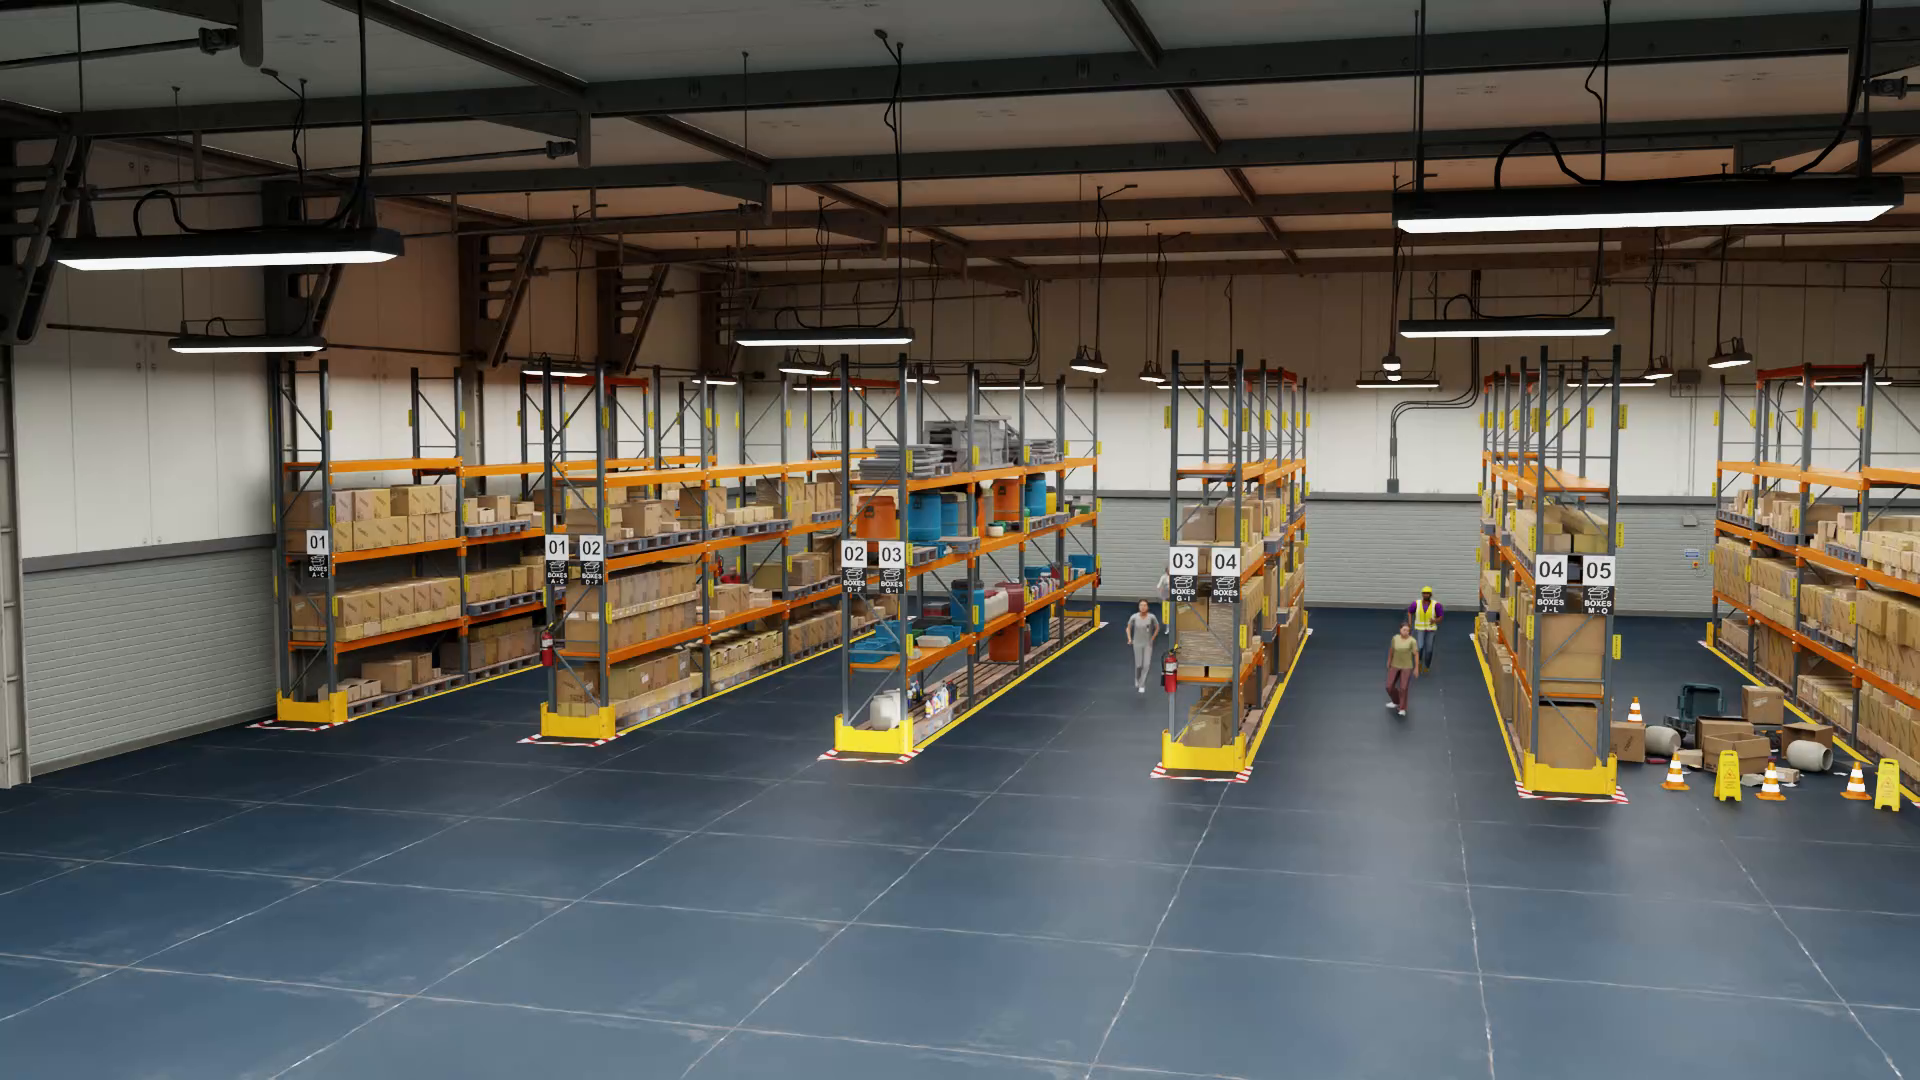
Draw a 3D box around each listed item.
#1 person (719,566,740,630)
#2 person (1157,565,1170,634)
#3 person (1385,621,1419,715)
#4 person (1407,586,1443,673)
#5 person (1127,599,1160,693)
[{"bbox_3d":[-5.264,1.418,38.496,0.658,1.651,0.737,0,4,-3],"label":"person"},{"bbox_3d":[4.895,1.387,39.117,0.537,1.592,0.728,2,4,22],"label":"person"},{"bbox_3d":[7.512,2.160,28.212,0.616,1.626,0.543,2,5,30],"label":"person"},{"bbox_3d":[9.136,1.773,32.646,0.676,1.722,0.656,1,4,13],"label":"person"},{"bbox_3d":[3.202,1.831,29.052,0.574,1.618,0.554,0,4,1],"label":"person"}]
